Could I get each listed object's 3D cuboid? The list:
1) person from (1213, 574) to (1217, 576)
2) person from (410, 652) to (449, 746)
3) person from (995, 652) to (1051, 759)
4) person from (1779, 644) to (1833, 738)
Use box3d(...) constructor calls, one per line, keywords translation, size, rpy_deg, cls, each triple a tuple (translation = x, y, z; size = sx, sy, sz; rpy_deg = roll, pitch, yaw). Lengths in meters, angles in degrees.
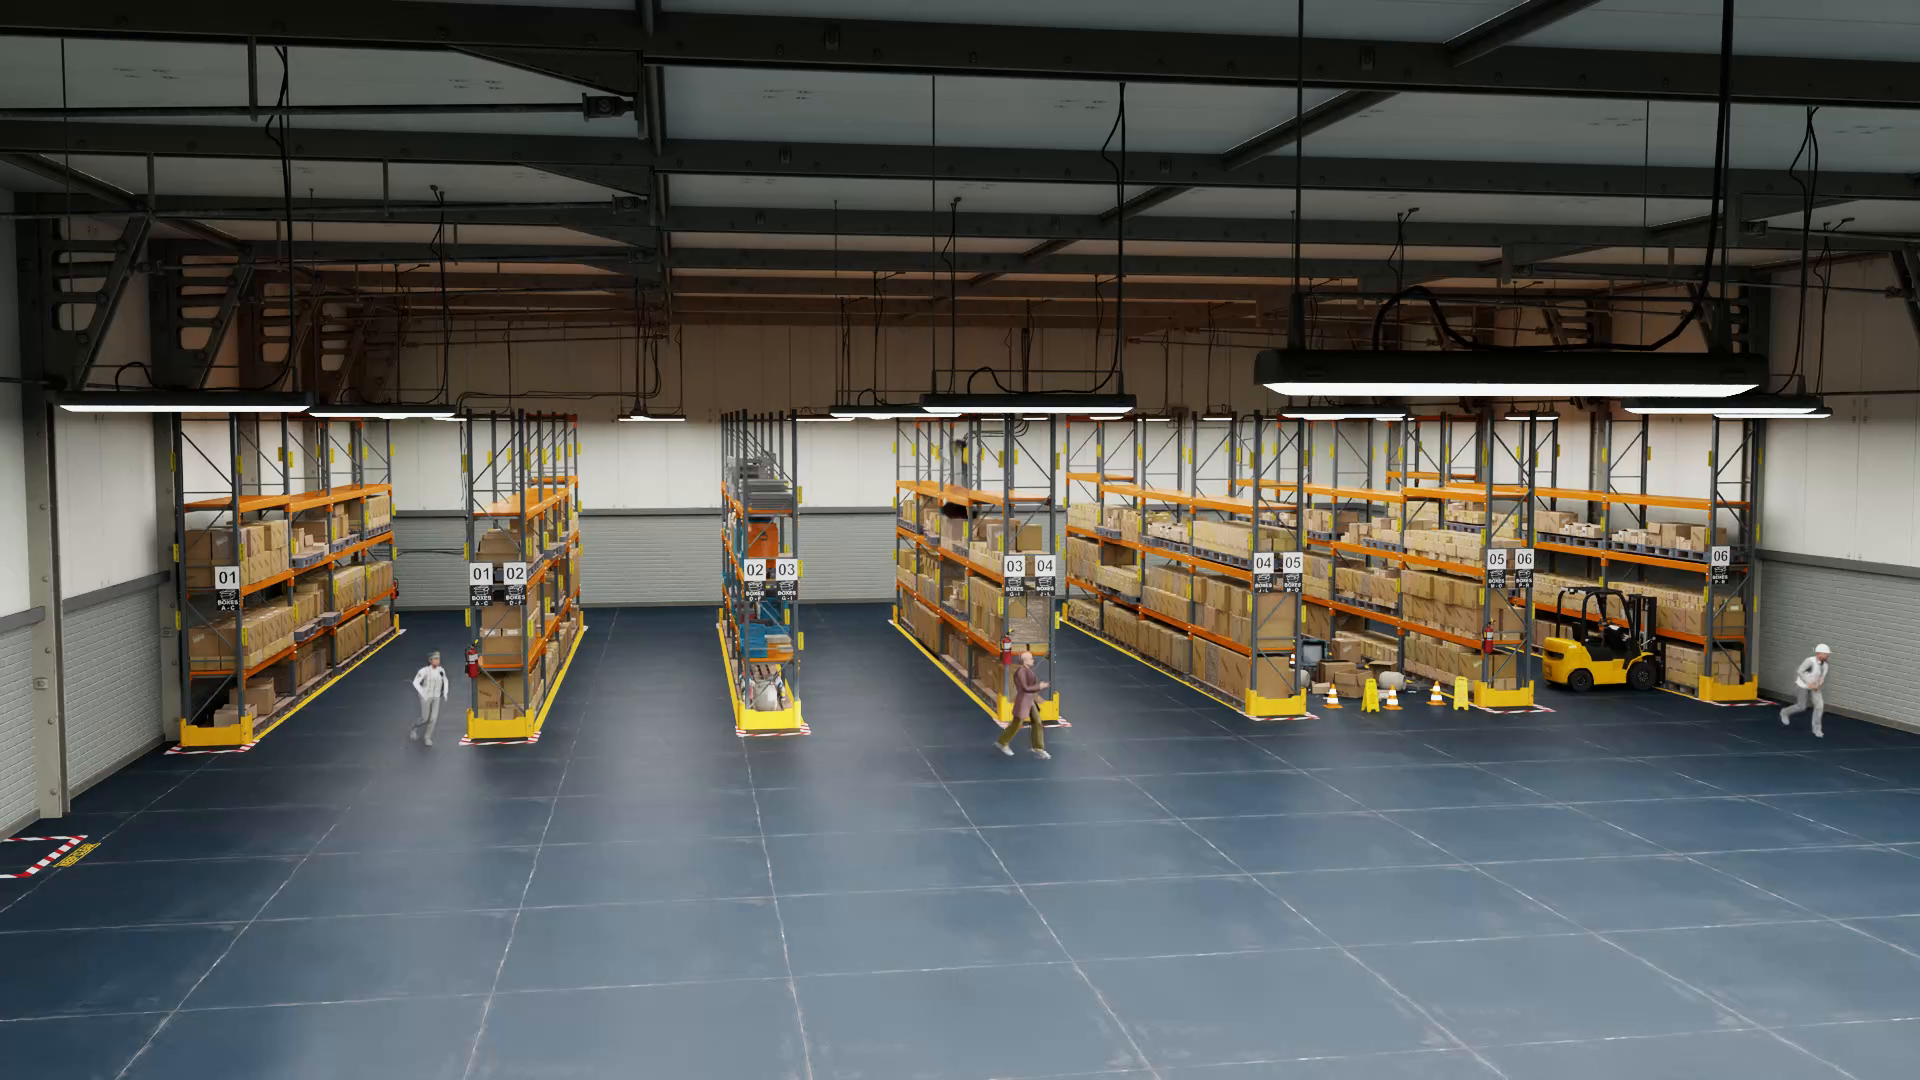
box3d(translation=(6.800, 1.798, 44.090), size=(0.635, 1.742, 0.871), rpy_deg=(-2, 5, -28), cls="person")
box3d(translation=(-9.486, 2.817, 29.867), size=(0.661, 1.646, 0.665), rpy_deg=(-4, 5, -42), cls="person")
box3d(translation=(1.076, 2.827, 28.489), size=(0.977, 1.822, 0.680), rpy_deg=(1, 4, 19), cls="person")
box3d(translation=(15.658, 2.745, 30.776), size=(0.687, 1.730, 1.030), rpy_deg=(-2, 4, -25), cls="person")
